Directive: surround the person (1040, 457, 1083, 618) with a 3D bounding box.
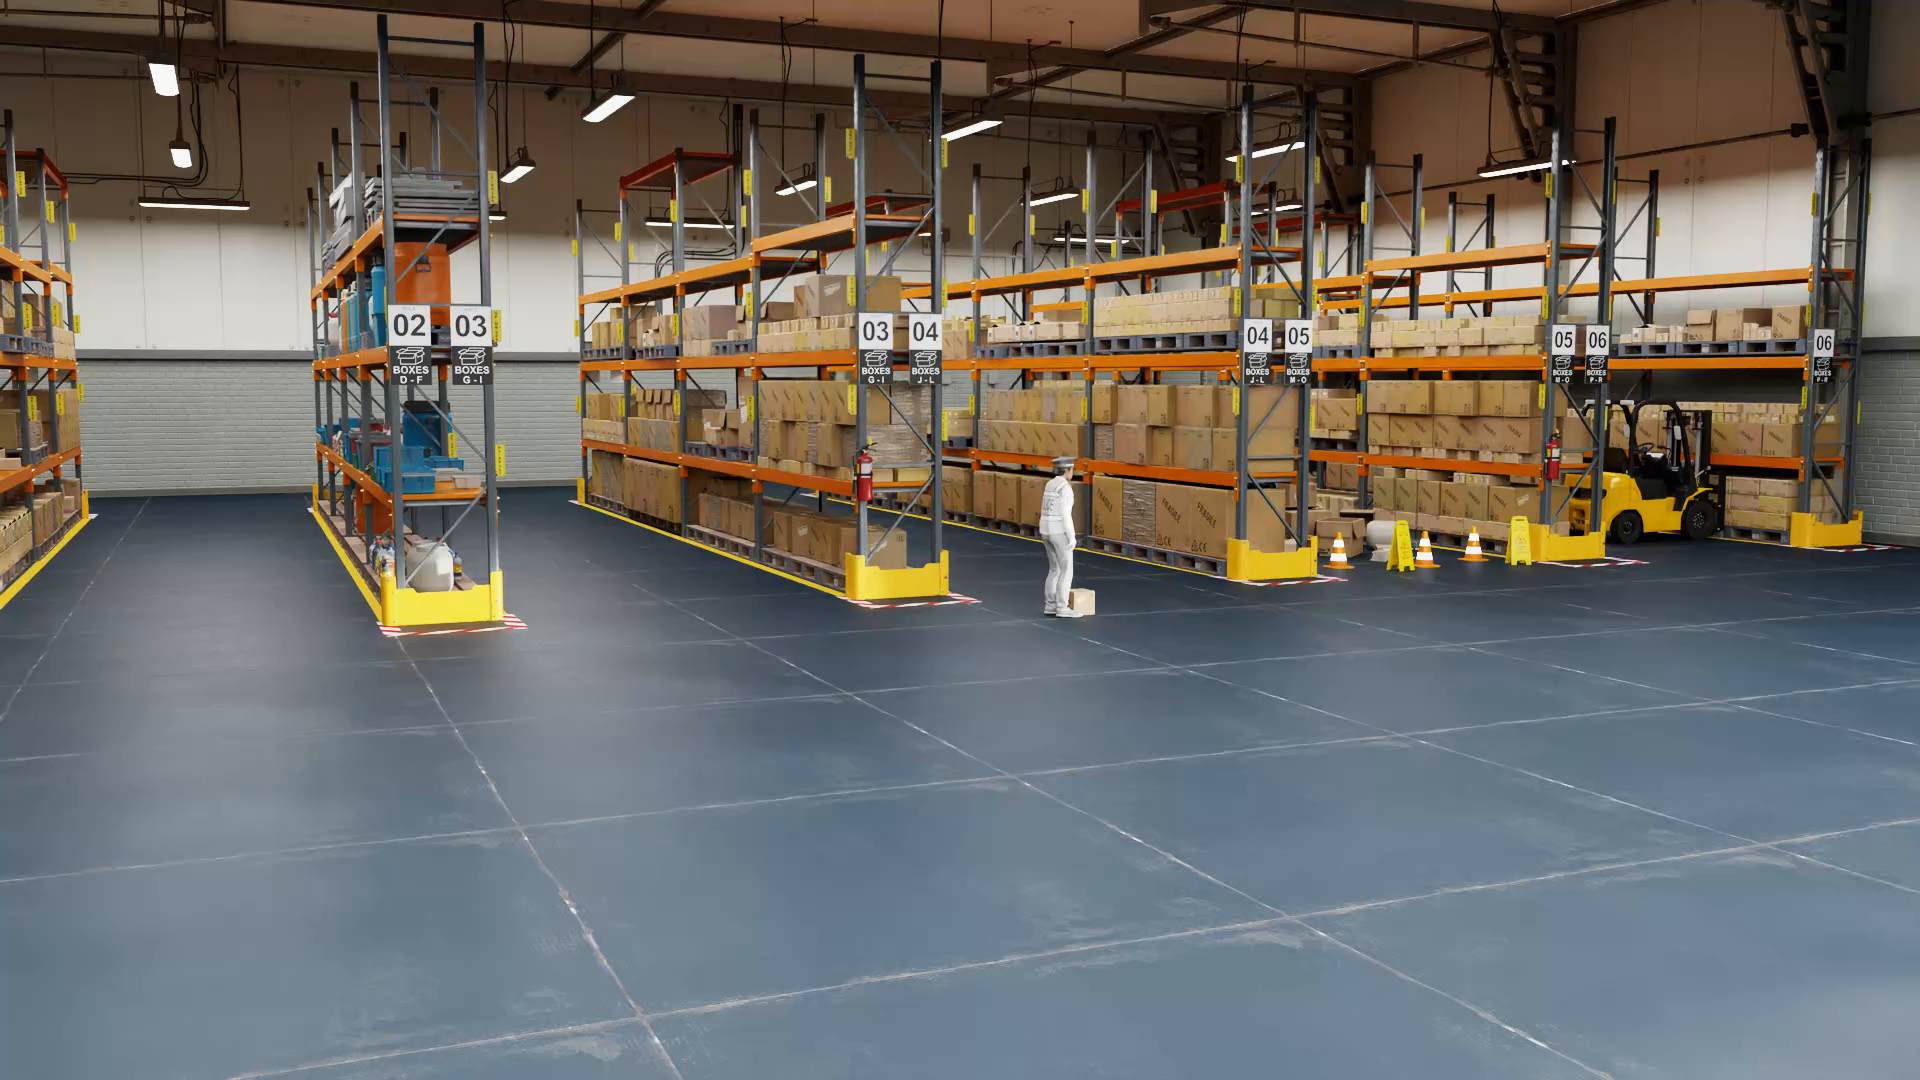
[{"bbox_3d":[1.039,-0.038,17.379,0.376,1.663,0.530,-2,6,-24],"label":"person"}]
